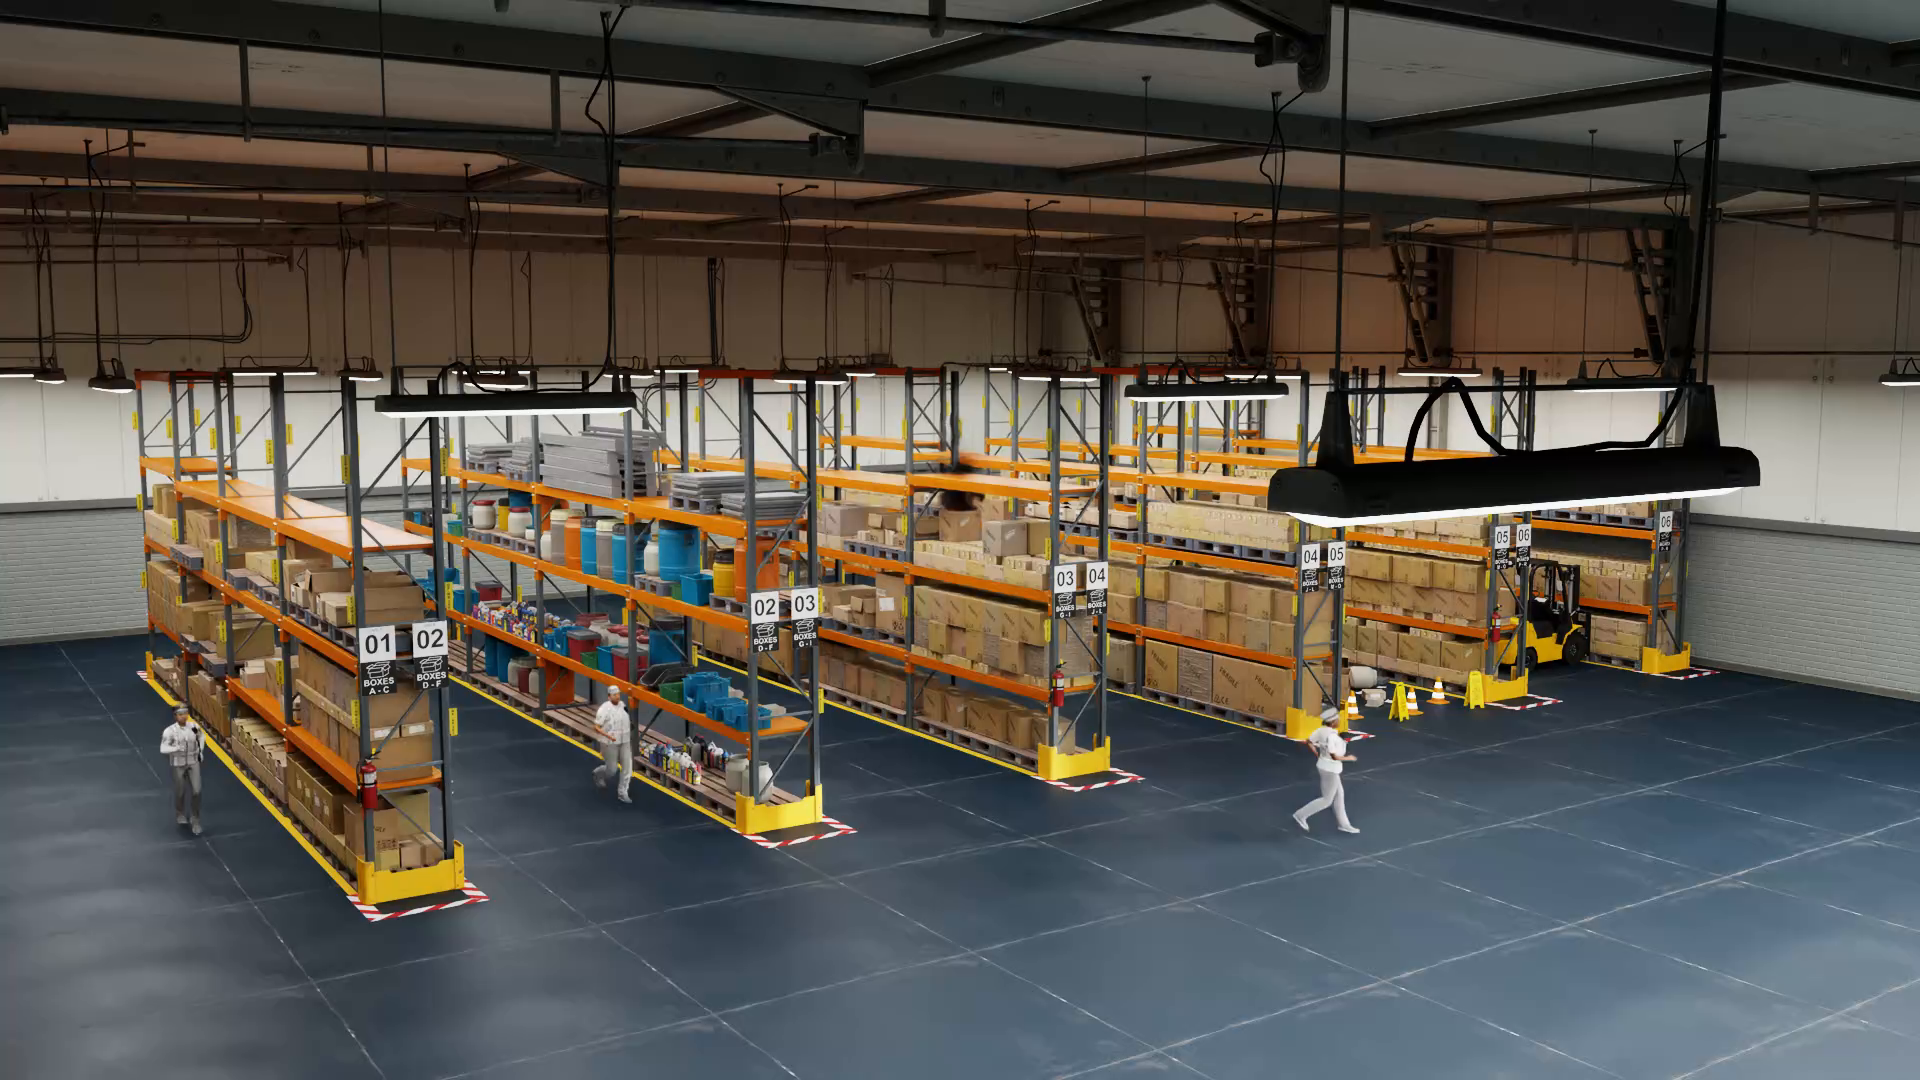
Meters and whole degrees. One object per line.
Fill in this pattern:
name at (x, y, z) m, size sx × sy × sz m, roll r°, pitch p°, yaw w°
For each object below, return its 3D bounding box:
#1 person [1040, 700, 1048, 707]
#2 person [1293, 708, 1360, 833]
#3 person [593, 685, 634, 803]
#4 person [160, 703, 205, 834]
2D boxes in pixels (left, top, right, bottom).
person at (1.688, 2.225, 29.480) m, size 0.523 × 1.568 × 0.549 m, roll -6°, pitch 9°, yaw -42°
person at (4.808, 3.032, 21.754) m, size 0.931 × 1.698 × 0.585 m, roll 0°, pitch 6°, yaw -4°
person at (-4.902, 2.870, 23.581) m, size 0.607 × 1.650 × 0.779 m, roll -6°, pitch 9°, yaw -44°
person at (-10.254, 3.010, 22.014) m, size 0.594 × 1.745 × 0.712 m, roll -4°, pitch 8°, yaw -34°
